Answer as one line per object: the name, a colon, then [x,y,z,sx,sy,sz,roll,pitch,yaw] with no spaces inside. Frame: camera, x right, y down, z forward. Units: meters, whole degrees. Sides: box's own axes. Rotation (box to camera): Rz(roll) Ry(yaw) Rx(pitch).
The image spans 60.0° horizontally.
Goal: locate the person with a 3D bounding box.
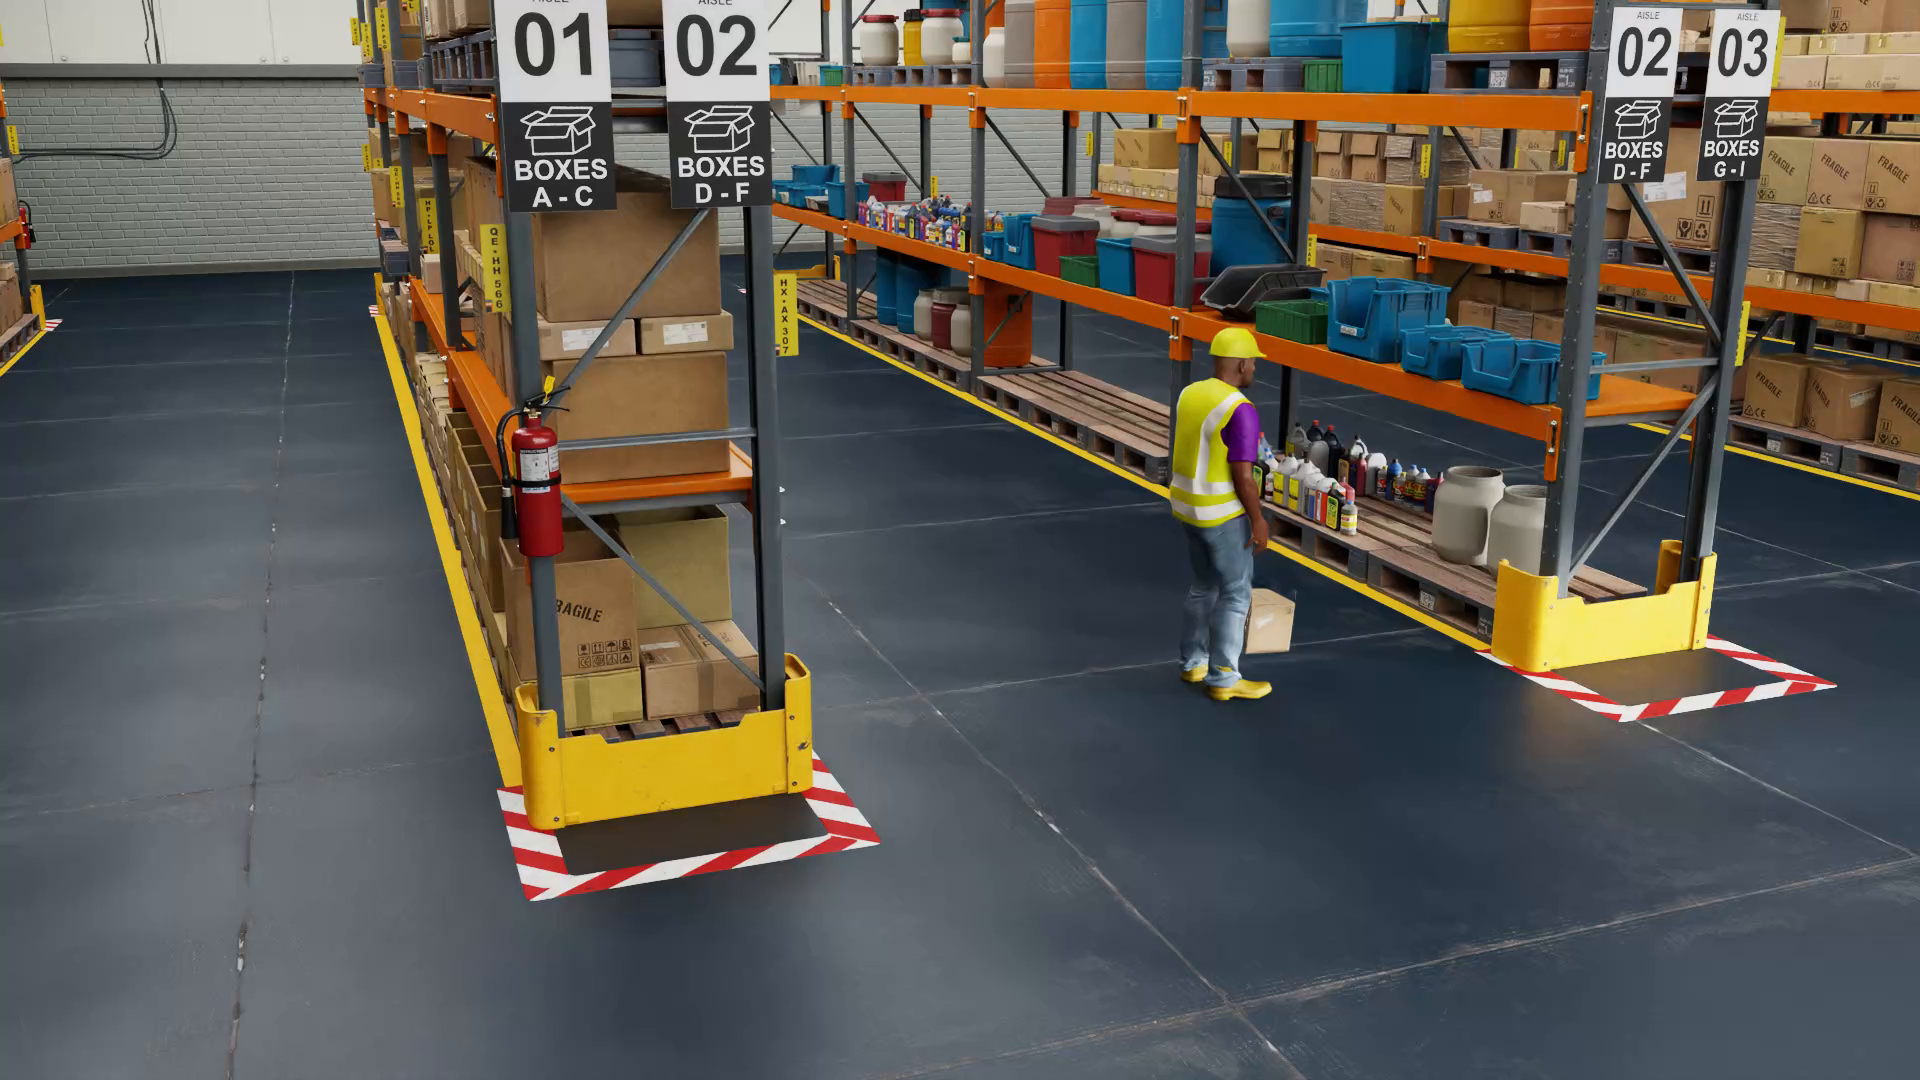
person: [1.245,-0.135,7.975,0.443,1.763,0.599,-6,17,-22]
